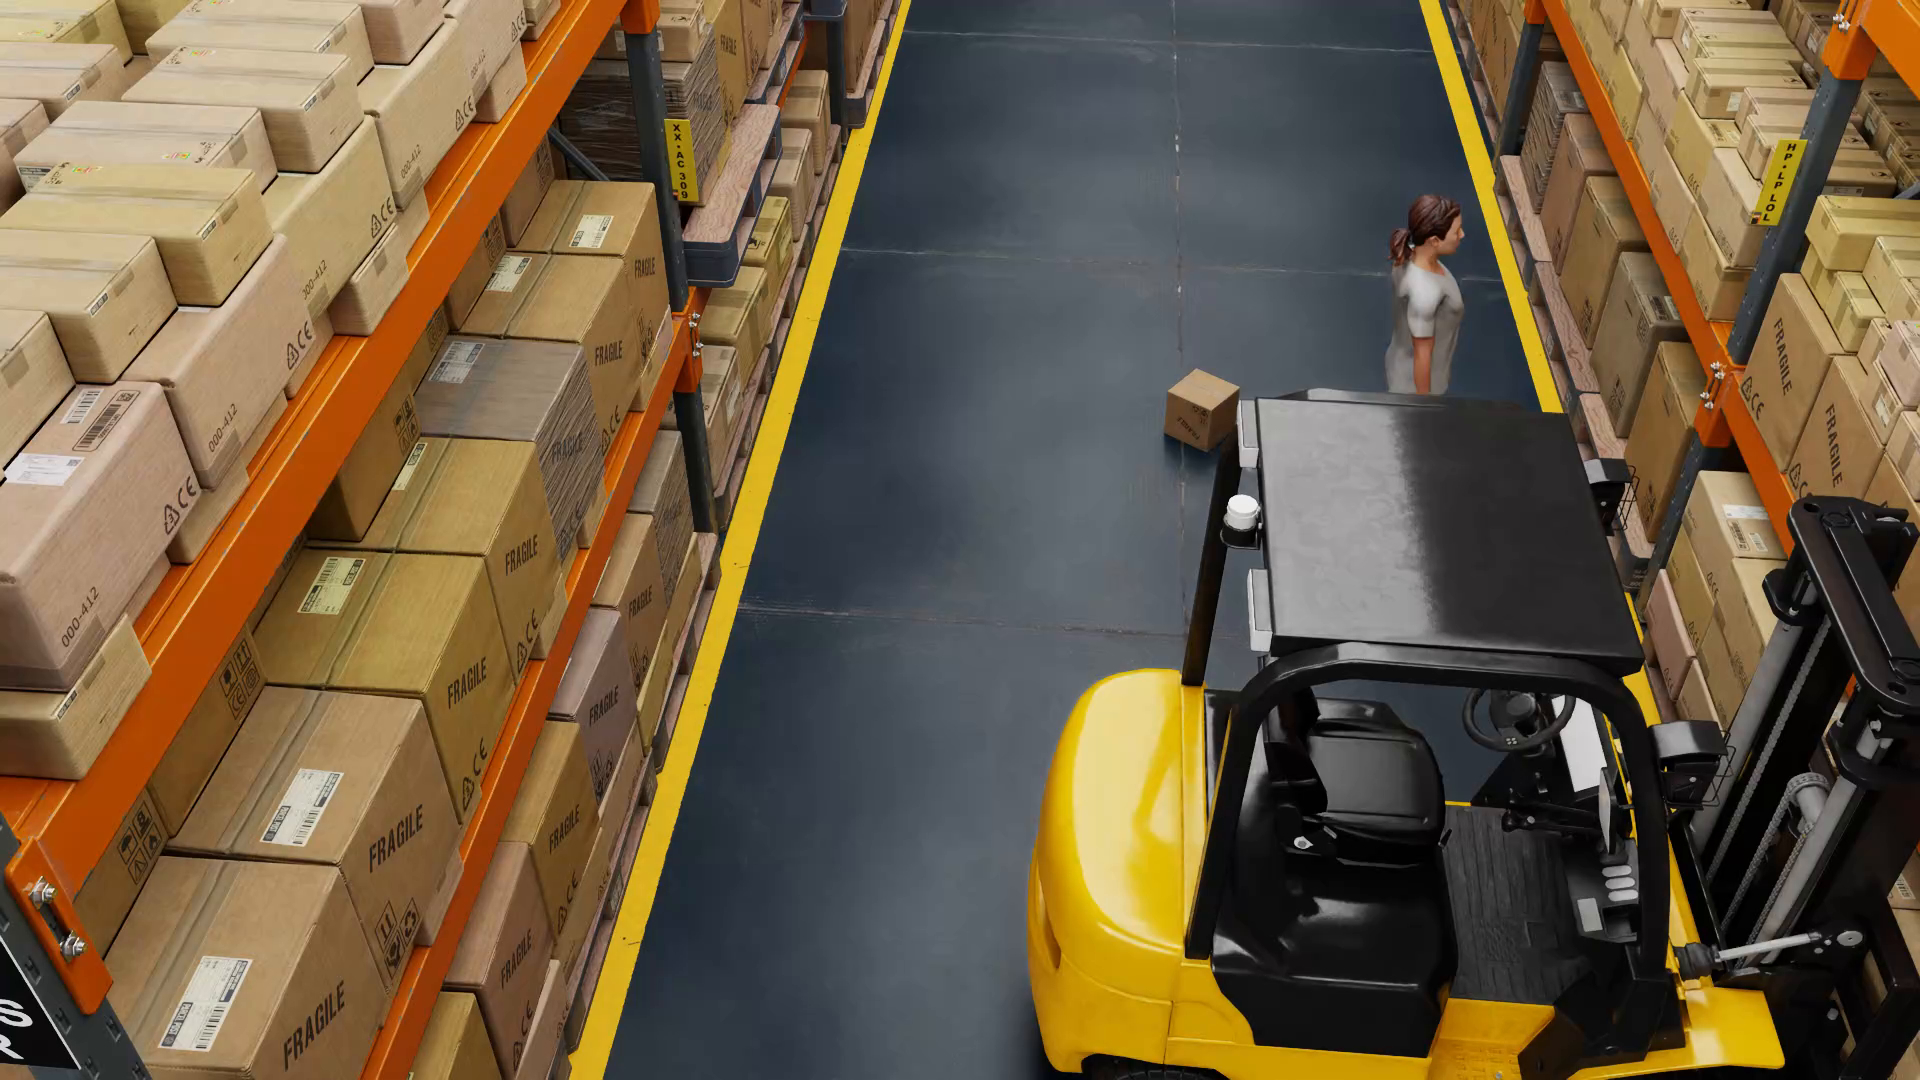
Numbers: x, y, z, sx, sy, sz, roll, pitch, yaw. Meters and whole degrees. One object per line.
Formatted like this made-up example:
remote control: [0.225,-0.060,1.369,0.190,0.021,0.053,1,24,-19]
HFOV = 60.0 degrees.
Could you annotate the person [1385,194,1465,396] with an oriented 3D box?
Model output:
person: [1.920,-0.671,6.946,0.536,1.670,0.484,4,40,5]
